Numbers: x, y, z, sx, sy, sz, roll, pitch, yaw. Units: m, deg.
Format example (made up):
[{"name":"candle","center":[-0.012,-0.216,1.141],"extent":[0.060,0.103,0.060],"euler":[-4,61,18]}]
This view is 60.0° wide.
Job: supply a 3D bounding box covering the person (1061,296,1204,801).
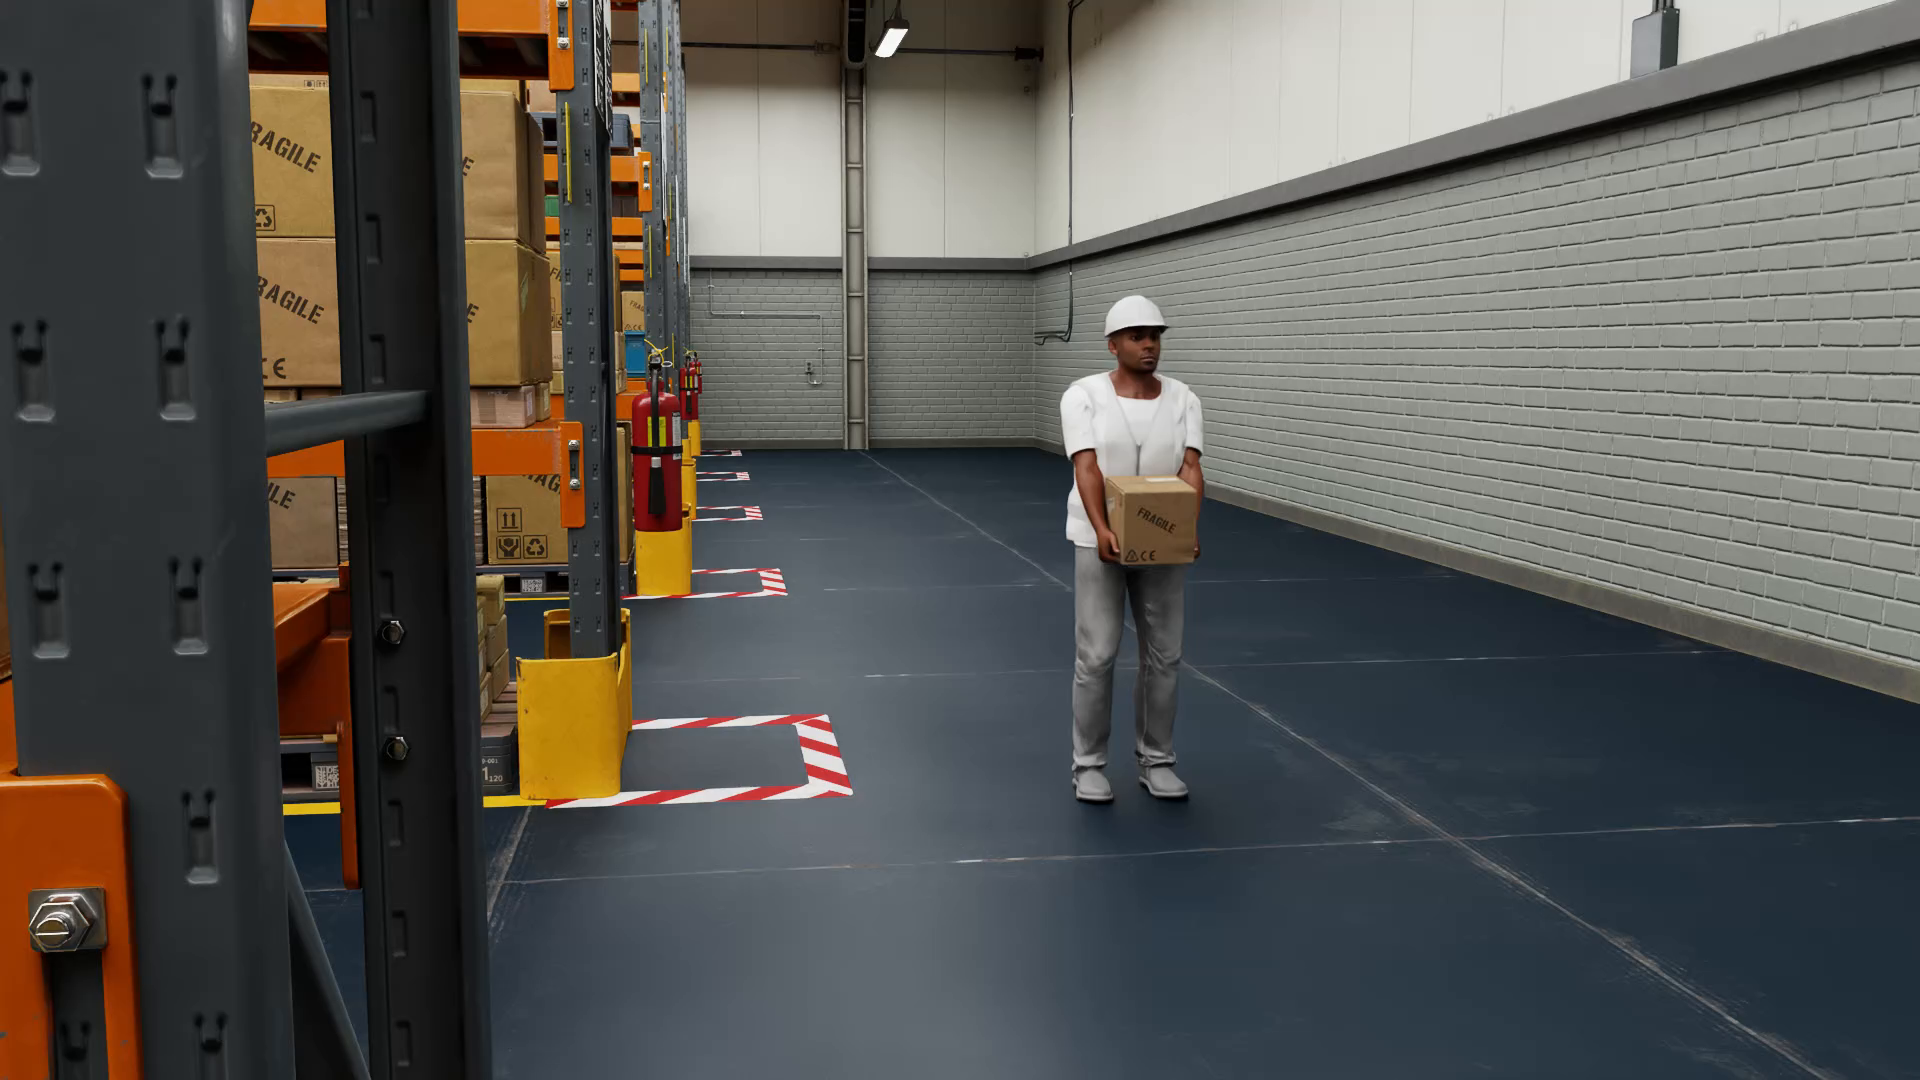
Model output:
[{"name":"person","center":[0.623,0.036,5.795],"extent":[0.505,1.763,0.560],"euler":[-1,7,-9]}]
